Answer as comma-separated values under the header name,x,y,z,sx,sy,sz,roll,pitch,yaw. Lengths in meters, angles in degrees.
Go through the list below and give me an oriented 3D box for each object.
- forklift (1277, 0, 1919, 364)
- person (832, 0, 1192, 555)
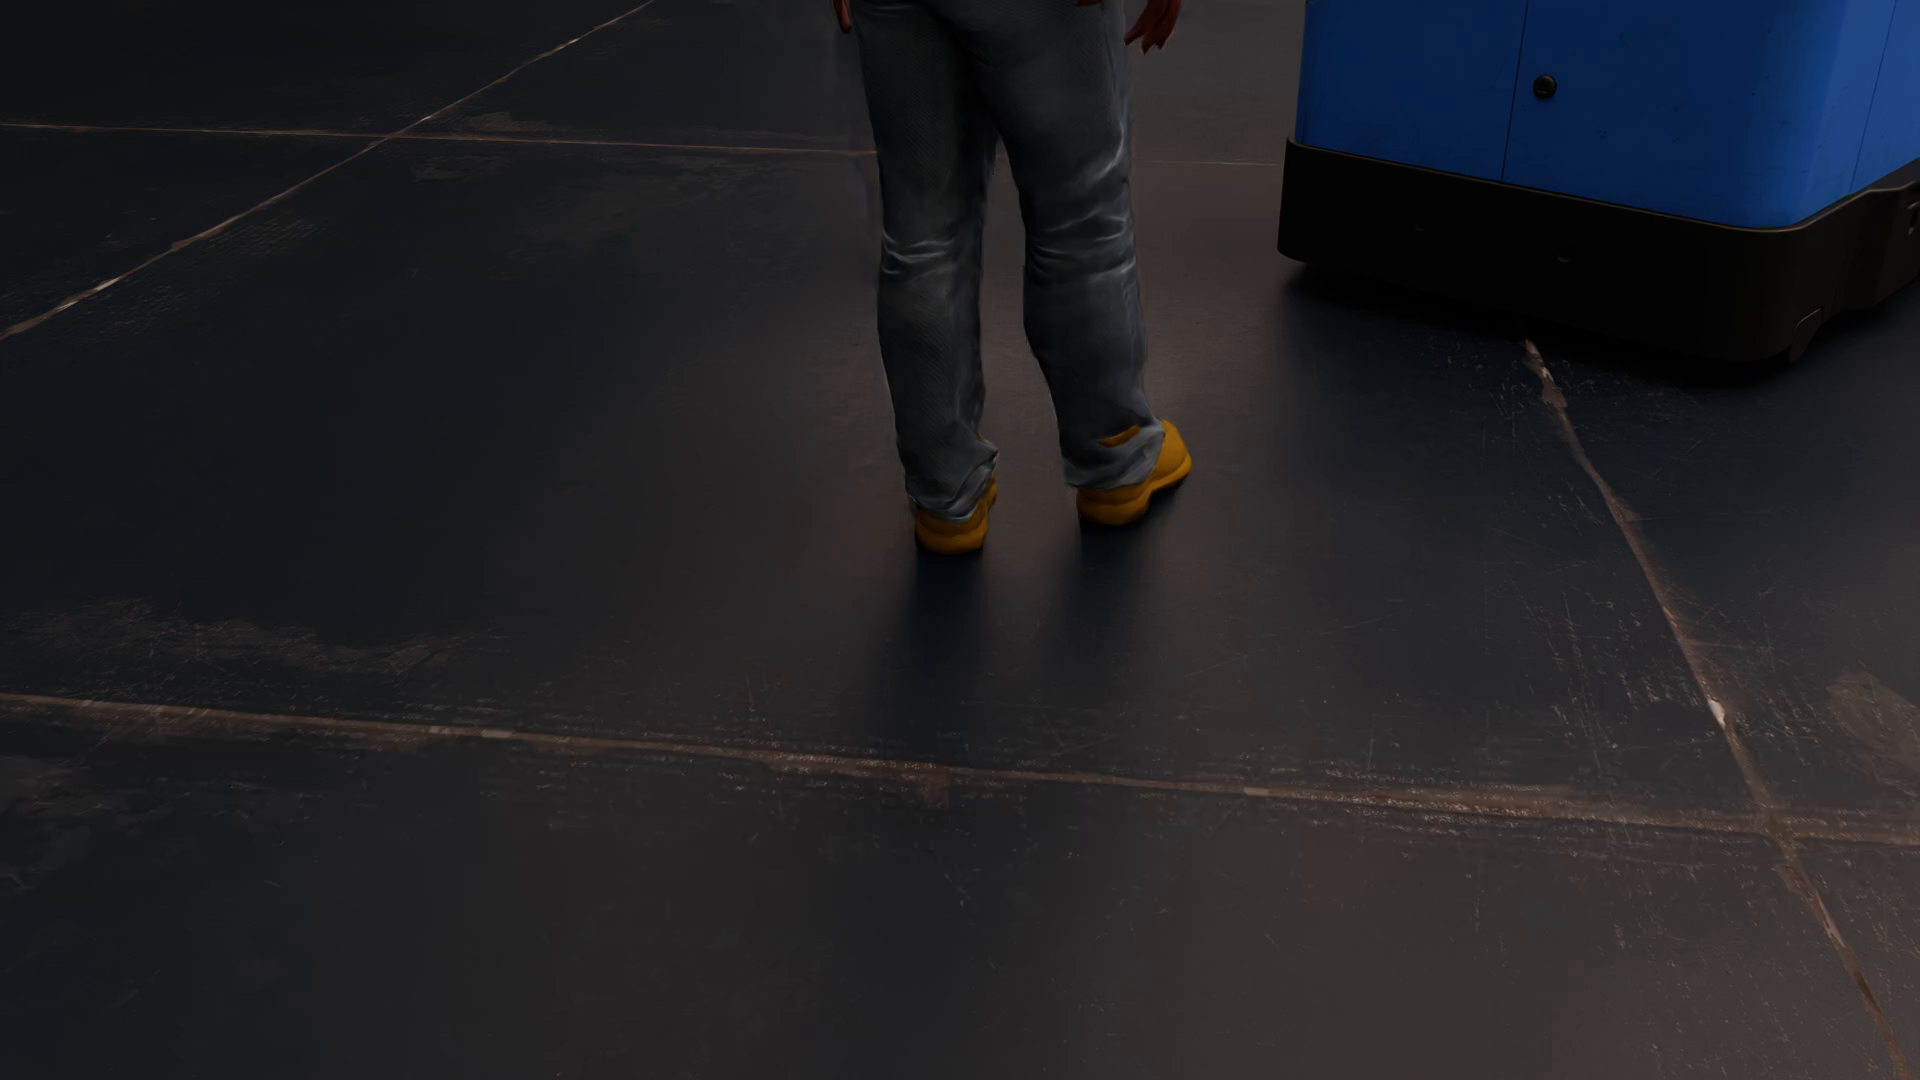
name,x,y,z,sx,sy,sz,roll,pitch,yaw
forklift,2.068,-2.197,3.621,1.130,2.935,3.031,23,35,38
person,0.081,-0.833,2.183,0.661,1.768,0.662,23,35,38
